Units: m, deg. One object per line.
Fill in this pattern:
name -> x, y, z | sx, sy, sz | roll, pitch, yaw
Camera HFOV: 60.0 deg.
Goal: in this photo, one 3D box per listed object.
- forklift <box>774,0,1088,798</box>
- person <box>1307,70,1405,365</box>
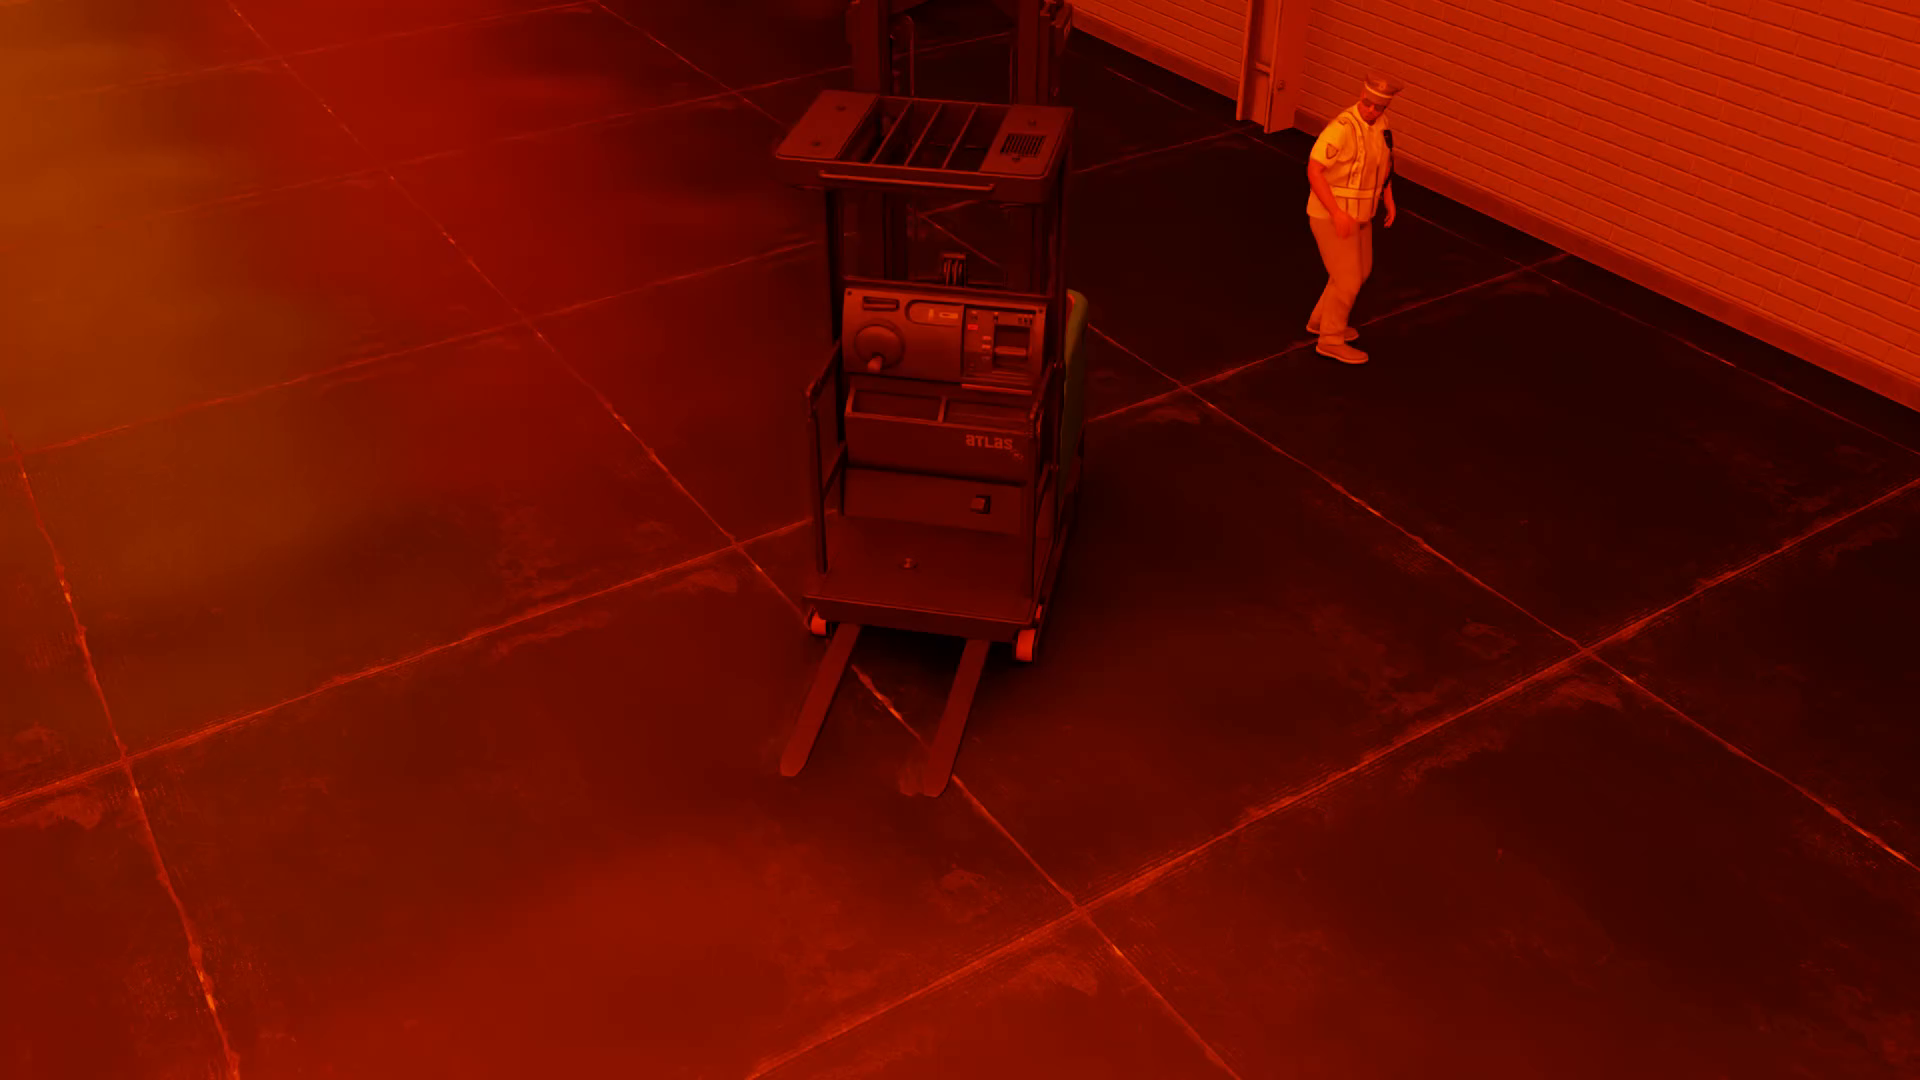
forklift -> -0.116, -0.854, 7.363 | 1.130, 2.935, 3.031 | 7, 36, 9
person -> 2.389, -1.955, 9.980 | 0.533, 1.731, 0.733 | 22, 41, 29
